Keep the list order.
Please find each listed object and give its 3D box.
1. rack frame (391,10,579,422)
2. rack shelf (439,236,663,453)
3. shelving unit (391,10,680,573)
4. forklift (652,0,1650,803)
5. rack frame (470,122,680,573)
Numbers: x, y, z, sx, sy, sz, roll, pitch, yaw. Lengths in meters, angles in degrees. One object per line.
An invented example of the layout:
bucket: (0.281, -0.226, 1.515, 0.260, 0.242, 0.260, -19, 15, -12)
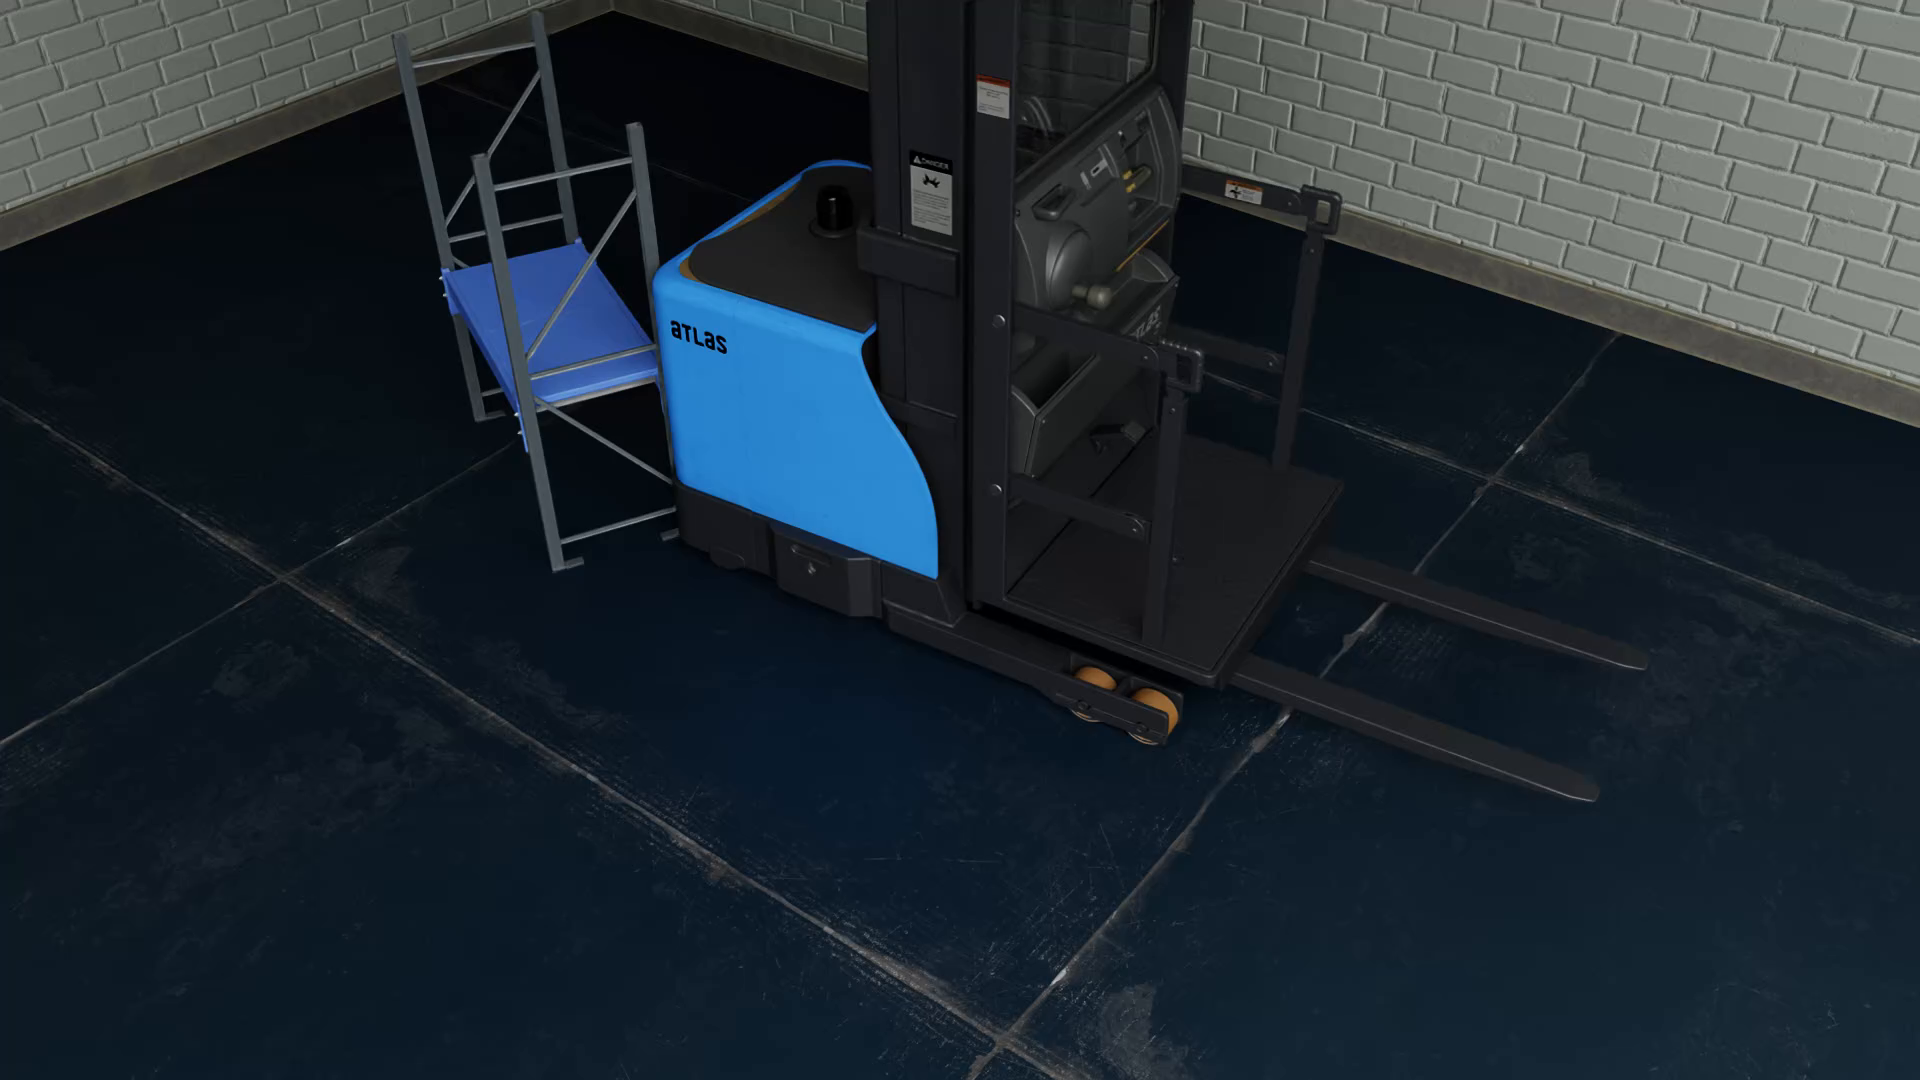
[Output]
rack frame: (-1.625, -1.117, 5.959, 0.500, 1.500, 0.032, -18, 41, -21)
rack shelf: (-1.391, -0.697, 5.715, 0.538, 0.185, 1.000, -18, 41, -21)
shelving unit: (-1.391, -0.838, 5.604, 0.538, 1.500, 1.048, -18, 41, -21)
forklift: (0.574, -0.919, 4.547, 3.031, 2.935, 1.130, 20, 42, 23)
rack frame: (-1.157, -0.560, 5.249, 0.500, 1.500, 0.032, -18, 41, -21)
